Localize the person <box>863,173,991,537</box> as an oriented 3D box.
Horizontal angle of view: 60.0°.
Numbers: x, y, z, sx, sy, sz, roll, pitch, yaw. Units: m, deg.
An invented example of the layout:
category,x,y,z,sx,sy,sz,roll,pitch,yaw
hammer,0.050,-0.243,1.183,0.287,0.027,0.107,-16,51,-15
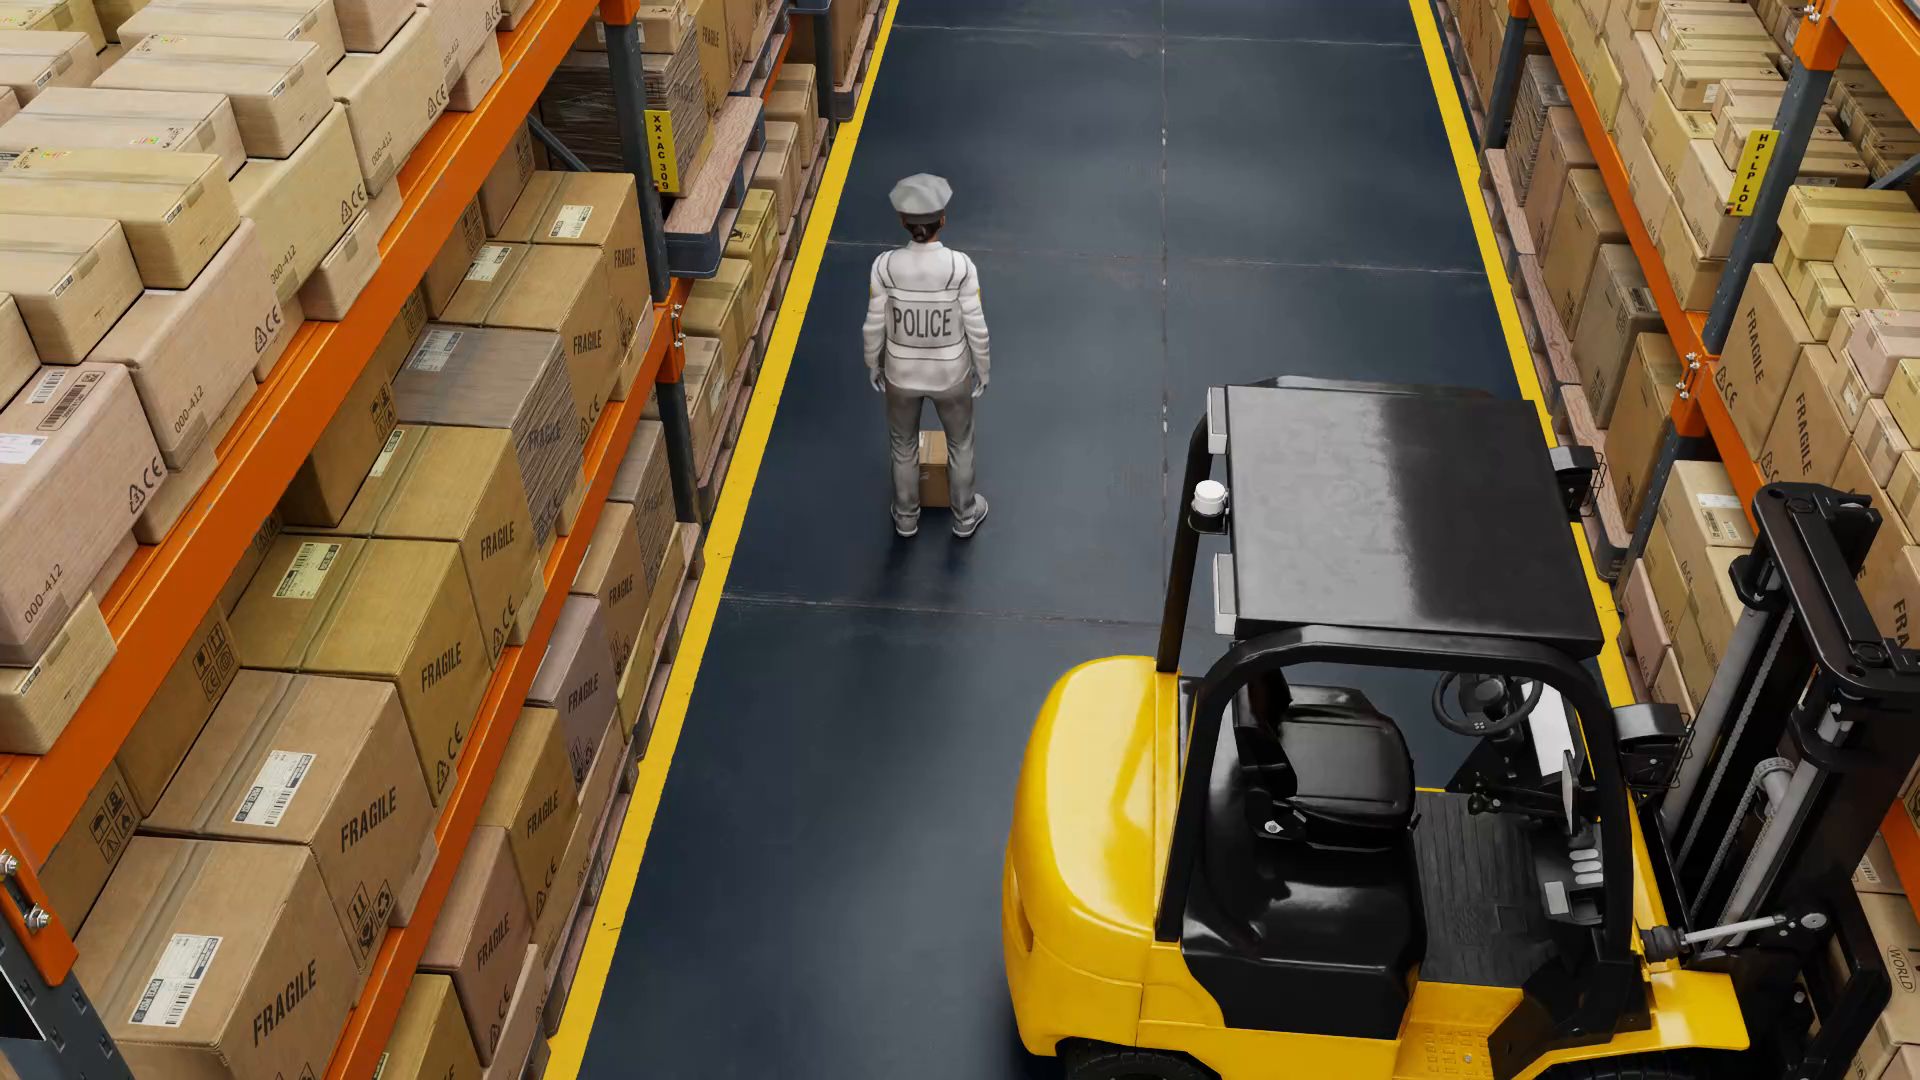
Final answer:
category,x,y,z,sx,sy,sz,roll,pitch,yaw
person,-0.136,-0.710,6.991,0.529,1.663,0.372,3,40,3
